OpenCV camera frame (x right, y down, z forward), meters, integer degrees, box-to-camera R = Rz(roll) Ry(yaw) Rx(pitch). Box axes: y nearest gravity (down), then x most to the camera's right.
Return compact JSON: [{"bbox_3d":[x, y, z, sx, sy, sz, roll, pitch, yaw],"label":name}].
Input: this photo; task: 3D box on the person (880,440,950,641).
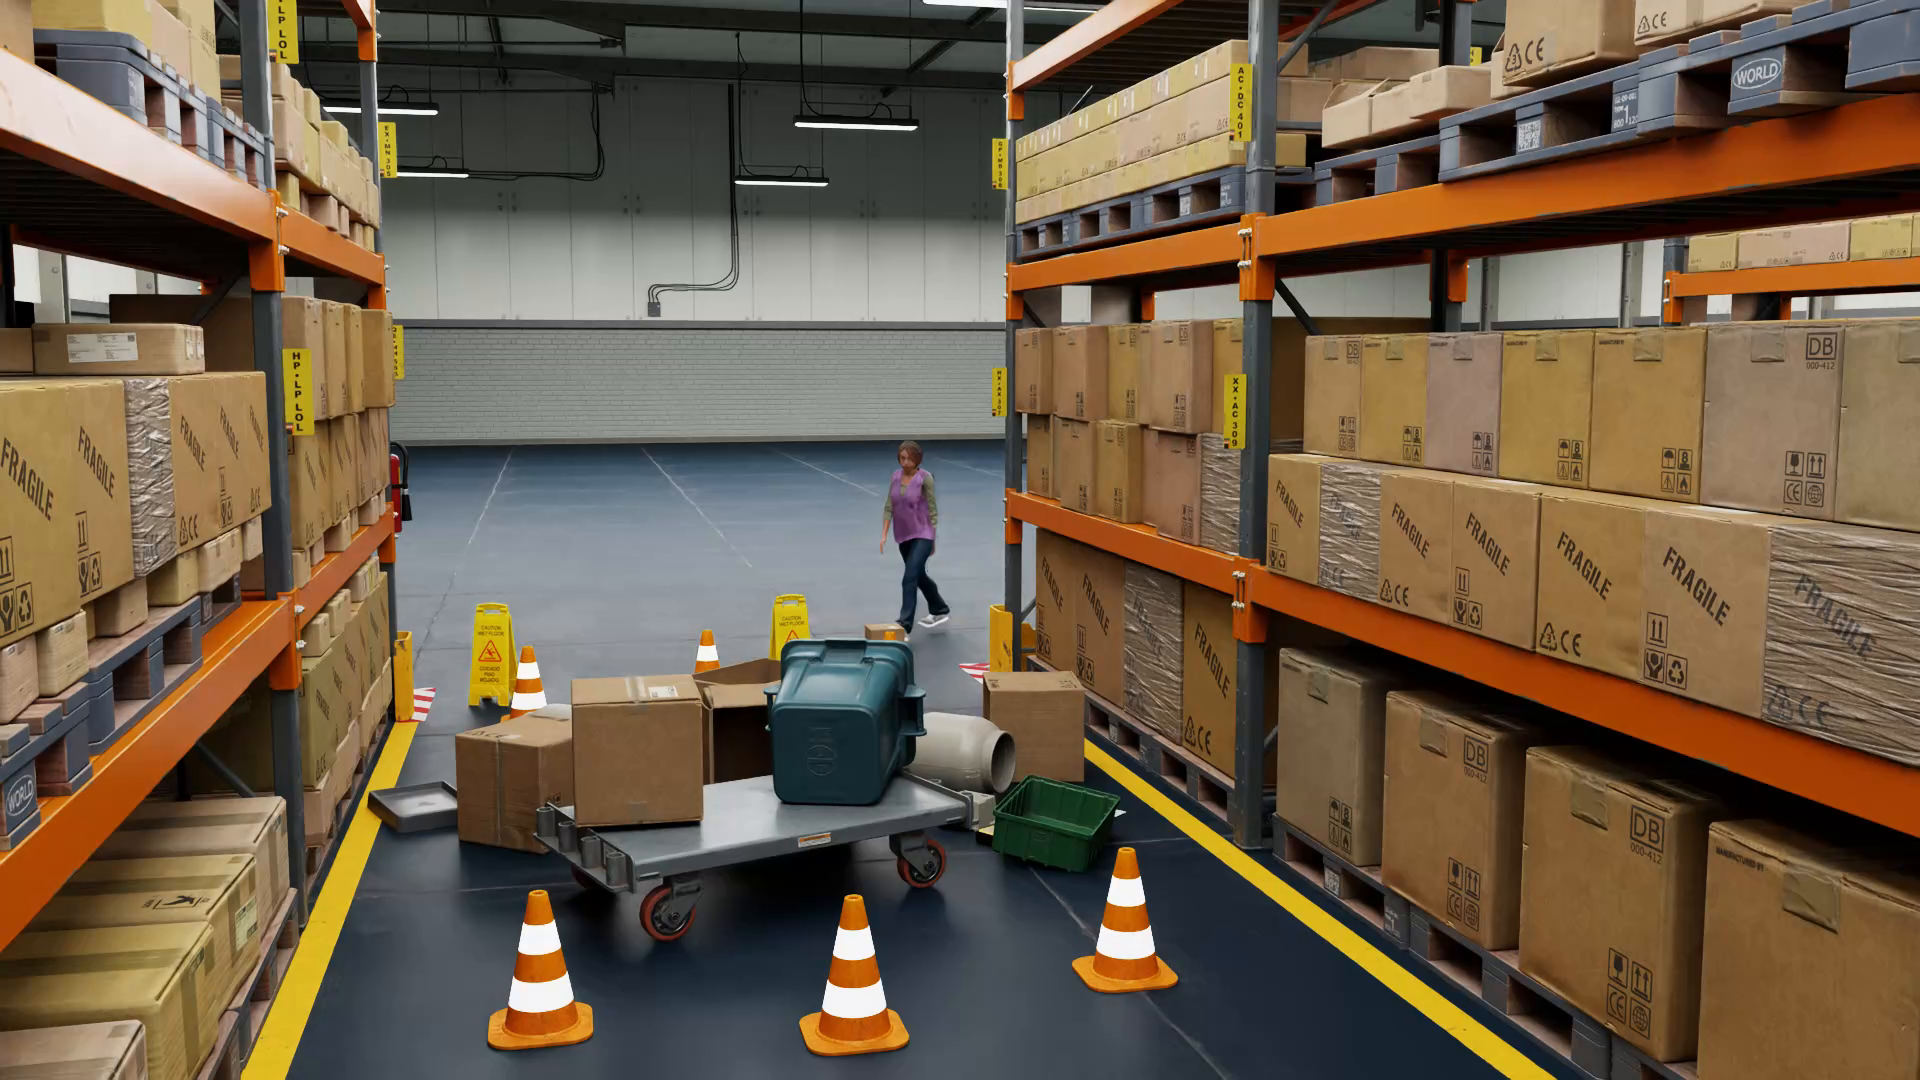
[{"bbox_3d":[-0.372,-0.006,13.011,0.396,1.529,0.916,5,8,40],"label":"person"}]
